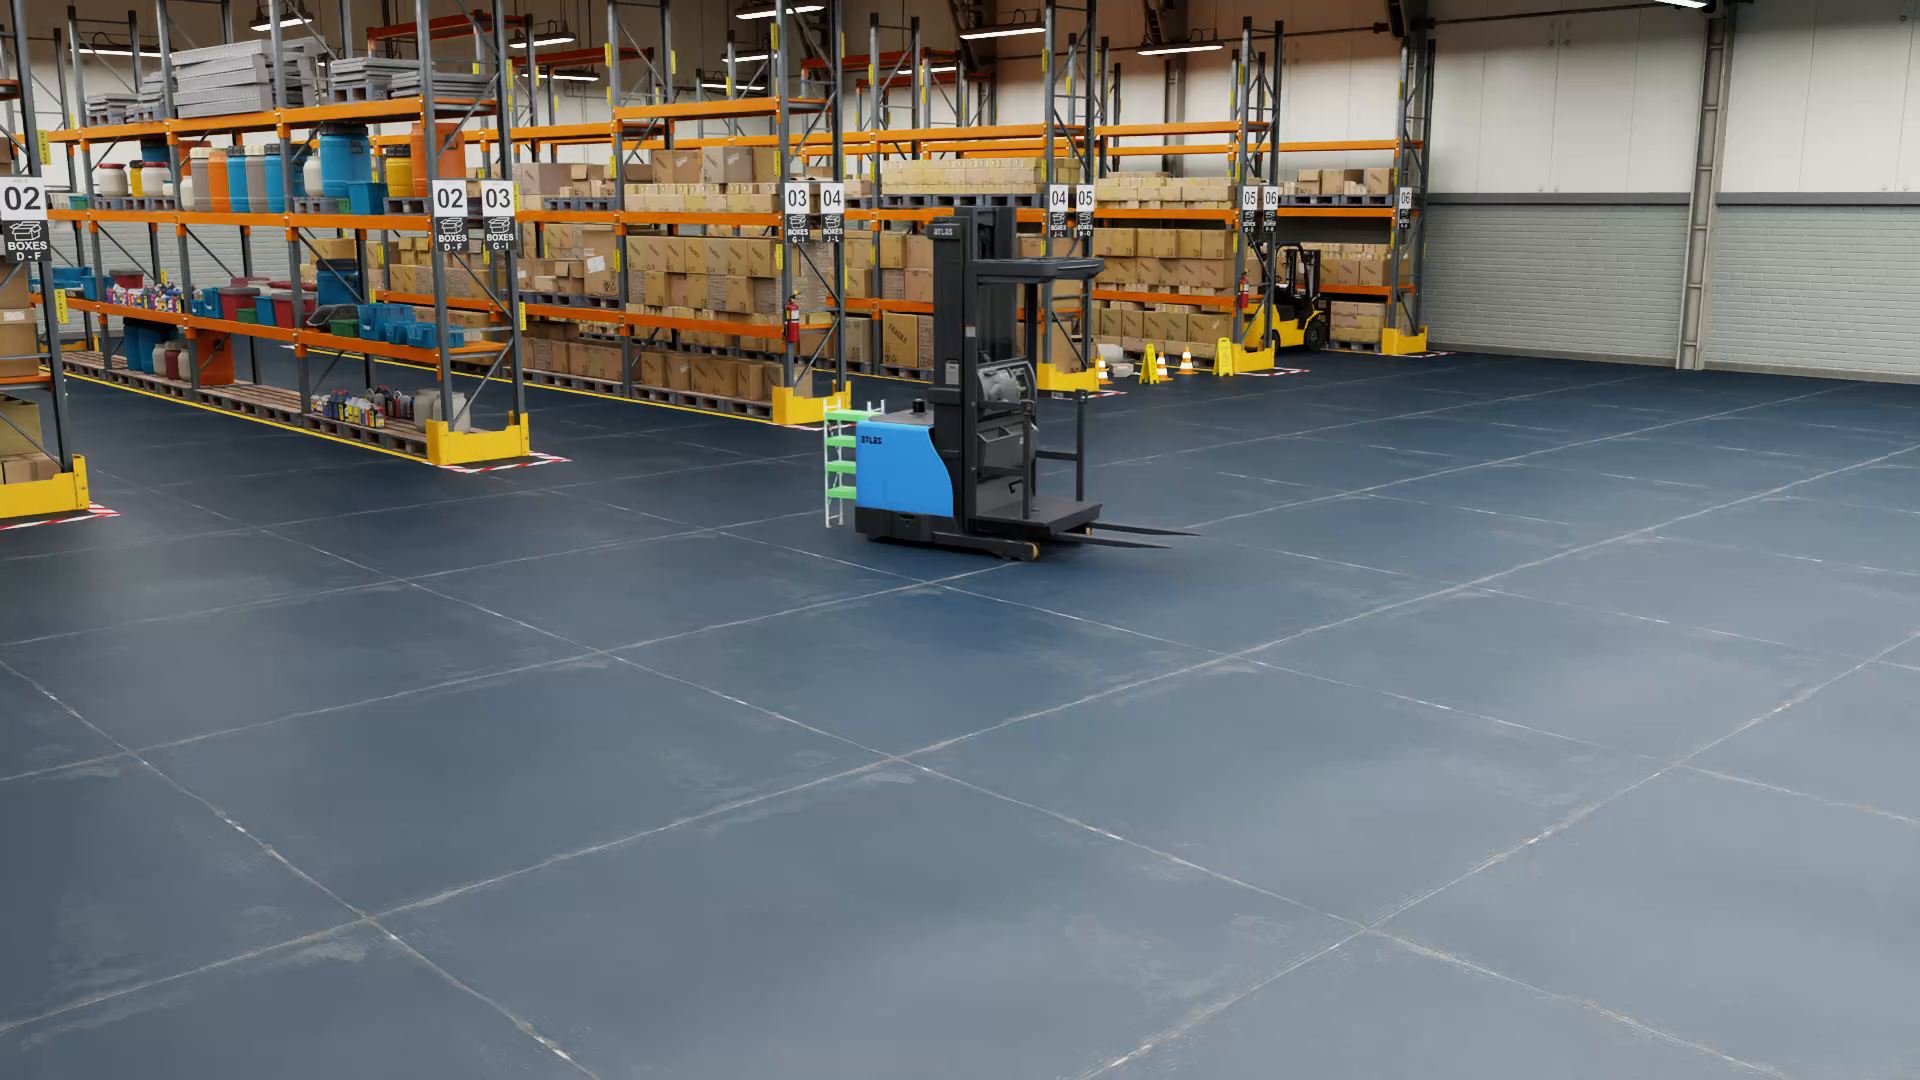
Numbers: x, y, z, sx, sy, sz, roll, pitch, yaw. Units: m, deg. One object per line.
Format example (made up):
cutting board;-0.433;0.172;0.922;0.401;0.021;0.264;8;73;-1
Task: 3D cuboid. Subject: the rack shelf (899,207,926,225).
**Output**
rack shelf;-1.722;-7.071;36.150;1.077;0.370;4.000;-11;16;-43

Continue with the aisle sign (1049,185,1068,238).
aisle sign;1.506;-5.012;25.361;0.394;0.787;0.004;-11;16;-43

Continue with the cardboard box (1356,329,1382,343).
cardboard box;8.219;-4.071;33.011;0.500;0.250;0.500;-11;16;-42

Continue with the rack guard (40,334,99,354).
rack guard;-16.641;-3.536;30.838;1.175;0.500;0.348;-11;16;-43

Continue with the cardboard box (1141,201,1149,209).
cardboard box;3.526;-6.120;30.371;0.380;0.149;0.250;-11;16;-42

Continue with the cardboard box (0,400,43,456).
cardboard box;-9.707;-1.143;16.938;0.500;0.500;0.500;-11;16;-43

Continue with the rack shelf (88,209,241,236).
rack shelf;-12.471;-5.000;26.097;1.077;0.370;4.000;-11;16;-43

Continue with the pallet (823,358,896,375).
pallet;-1.676;-3.111;29.487;1.003;0.211;1.213;-11;16;-43

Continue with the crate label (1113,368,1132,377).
crate label;2.798;-2.878;28.541;0.298;0.136;0.250;3;12;16

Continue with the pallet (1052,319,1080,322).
pallet;2.759;-5.103;39.159;1.003;0.211;1.213;-11;16;-43

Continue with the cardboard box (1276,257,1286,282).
cardboard box;6.849;-5.572;34.273;0.500;0.500;0.500;-11;16;-43

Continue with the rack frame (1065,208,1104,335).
rack frame;2.422;-5.079;32.130;1.000;3.000;0.127;-11;16;-43

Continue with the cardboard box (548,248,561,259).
cardboard box;-8.548;-6.069;35.948;0.500;0.500;0.500;-11;16;-42

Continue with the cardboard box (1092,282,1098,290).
cardboard box;2.619;-4.836;31.571;0.380;0.149;0.250;-10;15;-41

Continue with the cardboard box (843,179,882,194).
cardboard box;-1.692;-6.106;28.762;0.500;0.250;0.500;-11;16;-42

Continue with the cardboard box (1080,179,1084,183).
cardboard box;2.403;-6.724;31.328;0.380;0.149;0.250;-11;16;-44

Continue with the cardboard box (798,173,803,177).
cardboard box;-3.357;-8.134;37.990;0.500;0.500;0.500;-11;16;-42

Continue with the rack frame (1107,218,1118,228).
rack frame;3.247;-6.355;38.323;1.000;3.000;0.127;-11;16;-43

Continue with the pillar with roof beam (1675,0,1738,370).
pillar with roof beam;9.973;-6.877;25.992;9.100;9.000;0.548;-11;16;-43

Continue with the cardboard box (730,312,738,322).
cardboard box;-3.016;-3.151;23.394;0.380;0.149;0.250;-11;16;-43

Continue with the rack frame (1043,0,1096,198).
rack frame;1.674;-6.729;25.271;1.000;3.000;0.127;-11;16;-43

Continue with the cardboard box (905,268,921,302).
cardboard box;-0.429;-4.319;28.067;0.875;0.550;0.550;-11;16;-43

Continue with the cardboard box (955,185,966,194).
cardboard box;0.146;-5.615;26.634;0.380;0.149;0.250;-11;16;-42

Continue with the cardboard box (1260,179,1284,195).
cardboard box;6.408;-7.296;34.390;0.500;0.311;0.500;-10;16;-41

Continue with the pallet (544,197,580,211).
pallet;-5.813;-5.331;26.385;1.213;0.211;1.003;-11;16;-43

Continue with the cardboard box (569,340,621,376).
cardboard box;-5.856;-2.936;26.831;0.500;0.500;0.700;10;15;40

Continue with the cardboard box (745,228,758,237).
cardboard box;-4.672;-7.038;38.913;0.500;0.500;0.500;-11;16;-42

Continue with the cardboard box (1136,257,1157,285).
cardboard box;3.588;-4.954;30.541;0.500;0.500;0.500;-11;16;-42

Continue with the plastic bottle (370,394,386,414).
plastic bottle;-7.632;-1.783;21.792;0.152;0.276;0.135;-11;16;-43

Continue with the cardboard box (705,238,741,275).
cardboard box;-3.235;-3.990;23.381;0.500;0.500;0.500;-11;16;-43

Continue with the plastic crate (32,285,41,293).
plastic crate;-16.521;-4.519;29.917;0.250;0.136;0.298;-11;16;-43

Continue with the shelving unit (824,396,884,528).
shelving unit;-0.970;-0.700;15.326;0.503;1.200;0.258;7;13;30

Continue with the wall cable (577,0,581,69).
wall cable;-10.753;-13.645;42.487;2.355;3.000;0.029;-11;16;-43

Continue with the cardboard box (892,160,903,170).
cardboard box;-0.906;-6.228;27.632;0.380;0.149;0.250;-11;16;-43

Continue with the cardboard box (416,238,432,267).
cardboard box;-9.358;-5.212;30.042;0.797;0.503;0.637;-11;16;-42

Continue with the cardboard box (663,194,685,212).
cardboard box;-3.916;-4.842;23.917;0.500;0.250;0.500;11;16;43

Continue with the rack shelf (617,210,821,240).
rack shelf;-3.364;-4.523;23.780;1.077;0.370;4.000;-11;16;-43

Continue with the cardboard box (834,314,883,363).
cardboard box;-1.582;-3.556;29.274;1.050;0.750;0.750;-11;16;-43

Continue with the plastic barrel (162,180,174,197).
plastic barrel;-11.937;-5.335;25.240;0.301;0.262;0.301;0;12;0

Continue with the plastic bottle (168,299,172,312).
plastic bottle;-11.971;-3.561;25.255;0.097;0.201;0.097;0;12;0

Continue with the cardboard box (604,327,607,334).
cardboard box;-7.249;-4.411;34.910;0.380;0.149;0.250;-10;16;-41

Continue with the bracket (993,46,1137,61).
bracket;2.477;-11.379;38.920;0.076;0.066;4.783;-11;16;-43

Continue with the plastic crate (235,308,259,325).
plastic crate;-9.735;-3.119;23.141;0.450;0.188;0.662;-11;16;-43

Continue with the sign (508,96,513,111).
sign;-9.768;-9.485;36.136;0.100;0.325;0.005;-11;16;-43

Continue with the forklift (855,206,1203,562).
forklift;0.586;-1.371;14.303;3.031;2.935;1.130;7;14;30

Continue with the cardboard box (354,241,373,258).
cardboard box;-11.124;-5.409;31.506;0.500;0.500;0.500;-11;16;-42

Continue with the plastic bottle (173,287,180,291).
plastic bottle;-12.746;-3.975;27.080;0.152;0.276;0.135;-11;16;-43

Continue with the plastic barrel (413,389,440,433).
plastic barrel;-6.421;-1.570;20.222;0.421;0.512;0.421;0;12;0

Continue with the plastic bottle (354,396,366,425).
plastic bottle;-7.518;-1.633;20.881;0.144;0.351;0.185;-10;15;-40

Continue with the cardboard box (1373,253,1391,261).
cardboard box;8.330;-5.566;32.637;0.380;0.149;0.250;-11;16;-42

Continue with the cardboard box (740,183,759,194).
cardboard box;-2.764;-4.781;22.635;0.250;0.149;0.380;11;16;43

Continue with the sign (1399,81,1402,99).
sign;8.369;-8.548;31.592;0.100;0.325;0.005;-11;16;-43

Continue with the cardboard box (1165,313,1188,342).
cardboard box;4.079;-3.878;30.214;0.500;0.500;0.500;-10;15;-40

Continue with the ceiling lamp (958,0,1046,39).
ceiling lamp;0.935;-10.552;29.363;0.800;3.185;2.000;-11;16;-43
